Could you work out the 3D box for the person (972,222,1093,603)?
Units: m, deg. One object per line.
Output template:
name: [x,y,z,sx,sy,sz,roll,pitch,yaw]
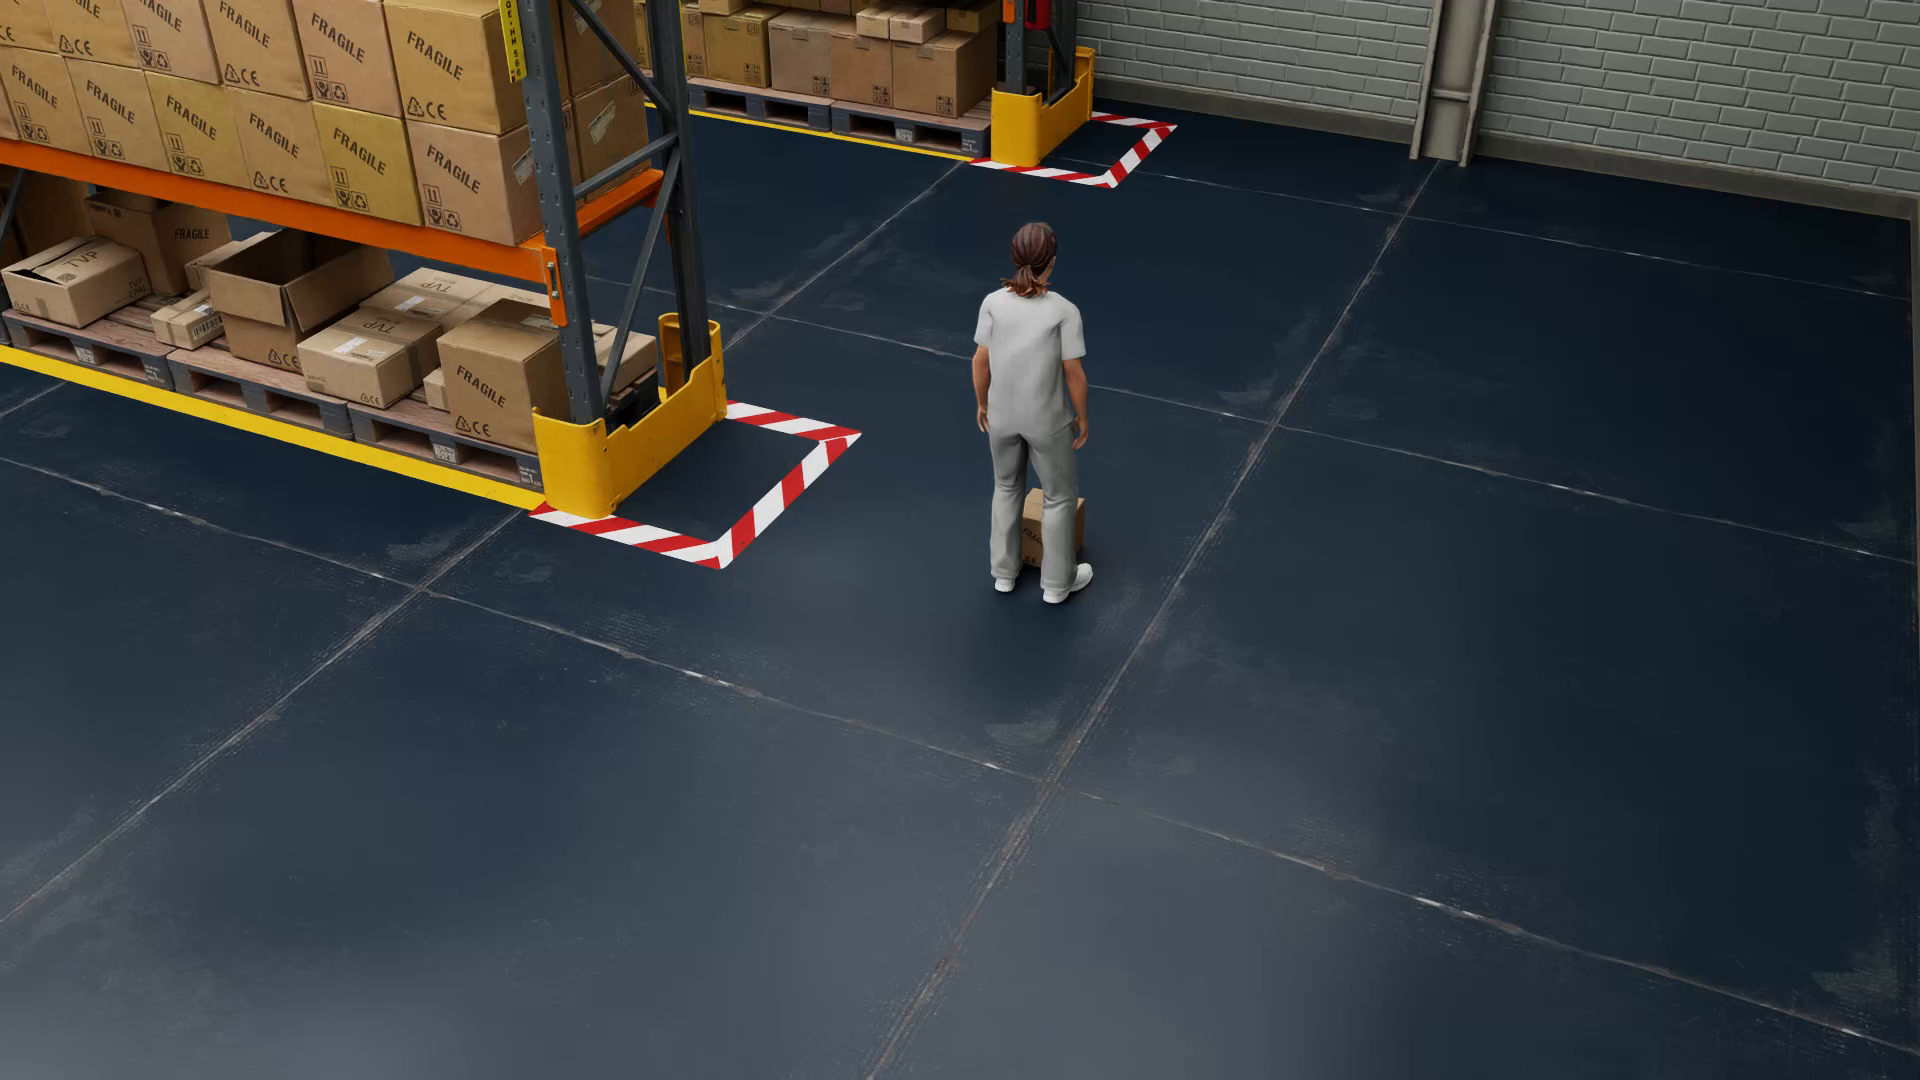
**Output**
person: [0.304,-0.499,6.907,0.513,1.651,0.363,12,36,17]
